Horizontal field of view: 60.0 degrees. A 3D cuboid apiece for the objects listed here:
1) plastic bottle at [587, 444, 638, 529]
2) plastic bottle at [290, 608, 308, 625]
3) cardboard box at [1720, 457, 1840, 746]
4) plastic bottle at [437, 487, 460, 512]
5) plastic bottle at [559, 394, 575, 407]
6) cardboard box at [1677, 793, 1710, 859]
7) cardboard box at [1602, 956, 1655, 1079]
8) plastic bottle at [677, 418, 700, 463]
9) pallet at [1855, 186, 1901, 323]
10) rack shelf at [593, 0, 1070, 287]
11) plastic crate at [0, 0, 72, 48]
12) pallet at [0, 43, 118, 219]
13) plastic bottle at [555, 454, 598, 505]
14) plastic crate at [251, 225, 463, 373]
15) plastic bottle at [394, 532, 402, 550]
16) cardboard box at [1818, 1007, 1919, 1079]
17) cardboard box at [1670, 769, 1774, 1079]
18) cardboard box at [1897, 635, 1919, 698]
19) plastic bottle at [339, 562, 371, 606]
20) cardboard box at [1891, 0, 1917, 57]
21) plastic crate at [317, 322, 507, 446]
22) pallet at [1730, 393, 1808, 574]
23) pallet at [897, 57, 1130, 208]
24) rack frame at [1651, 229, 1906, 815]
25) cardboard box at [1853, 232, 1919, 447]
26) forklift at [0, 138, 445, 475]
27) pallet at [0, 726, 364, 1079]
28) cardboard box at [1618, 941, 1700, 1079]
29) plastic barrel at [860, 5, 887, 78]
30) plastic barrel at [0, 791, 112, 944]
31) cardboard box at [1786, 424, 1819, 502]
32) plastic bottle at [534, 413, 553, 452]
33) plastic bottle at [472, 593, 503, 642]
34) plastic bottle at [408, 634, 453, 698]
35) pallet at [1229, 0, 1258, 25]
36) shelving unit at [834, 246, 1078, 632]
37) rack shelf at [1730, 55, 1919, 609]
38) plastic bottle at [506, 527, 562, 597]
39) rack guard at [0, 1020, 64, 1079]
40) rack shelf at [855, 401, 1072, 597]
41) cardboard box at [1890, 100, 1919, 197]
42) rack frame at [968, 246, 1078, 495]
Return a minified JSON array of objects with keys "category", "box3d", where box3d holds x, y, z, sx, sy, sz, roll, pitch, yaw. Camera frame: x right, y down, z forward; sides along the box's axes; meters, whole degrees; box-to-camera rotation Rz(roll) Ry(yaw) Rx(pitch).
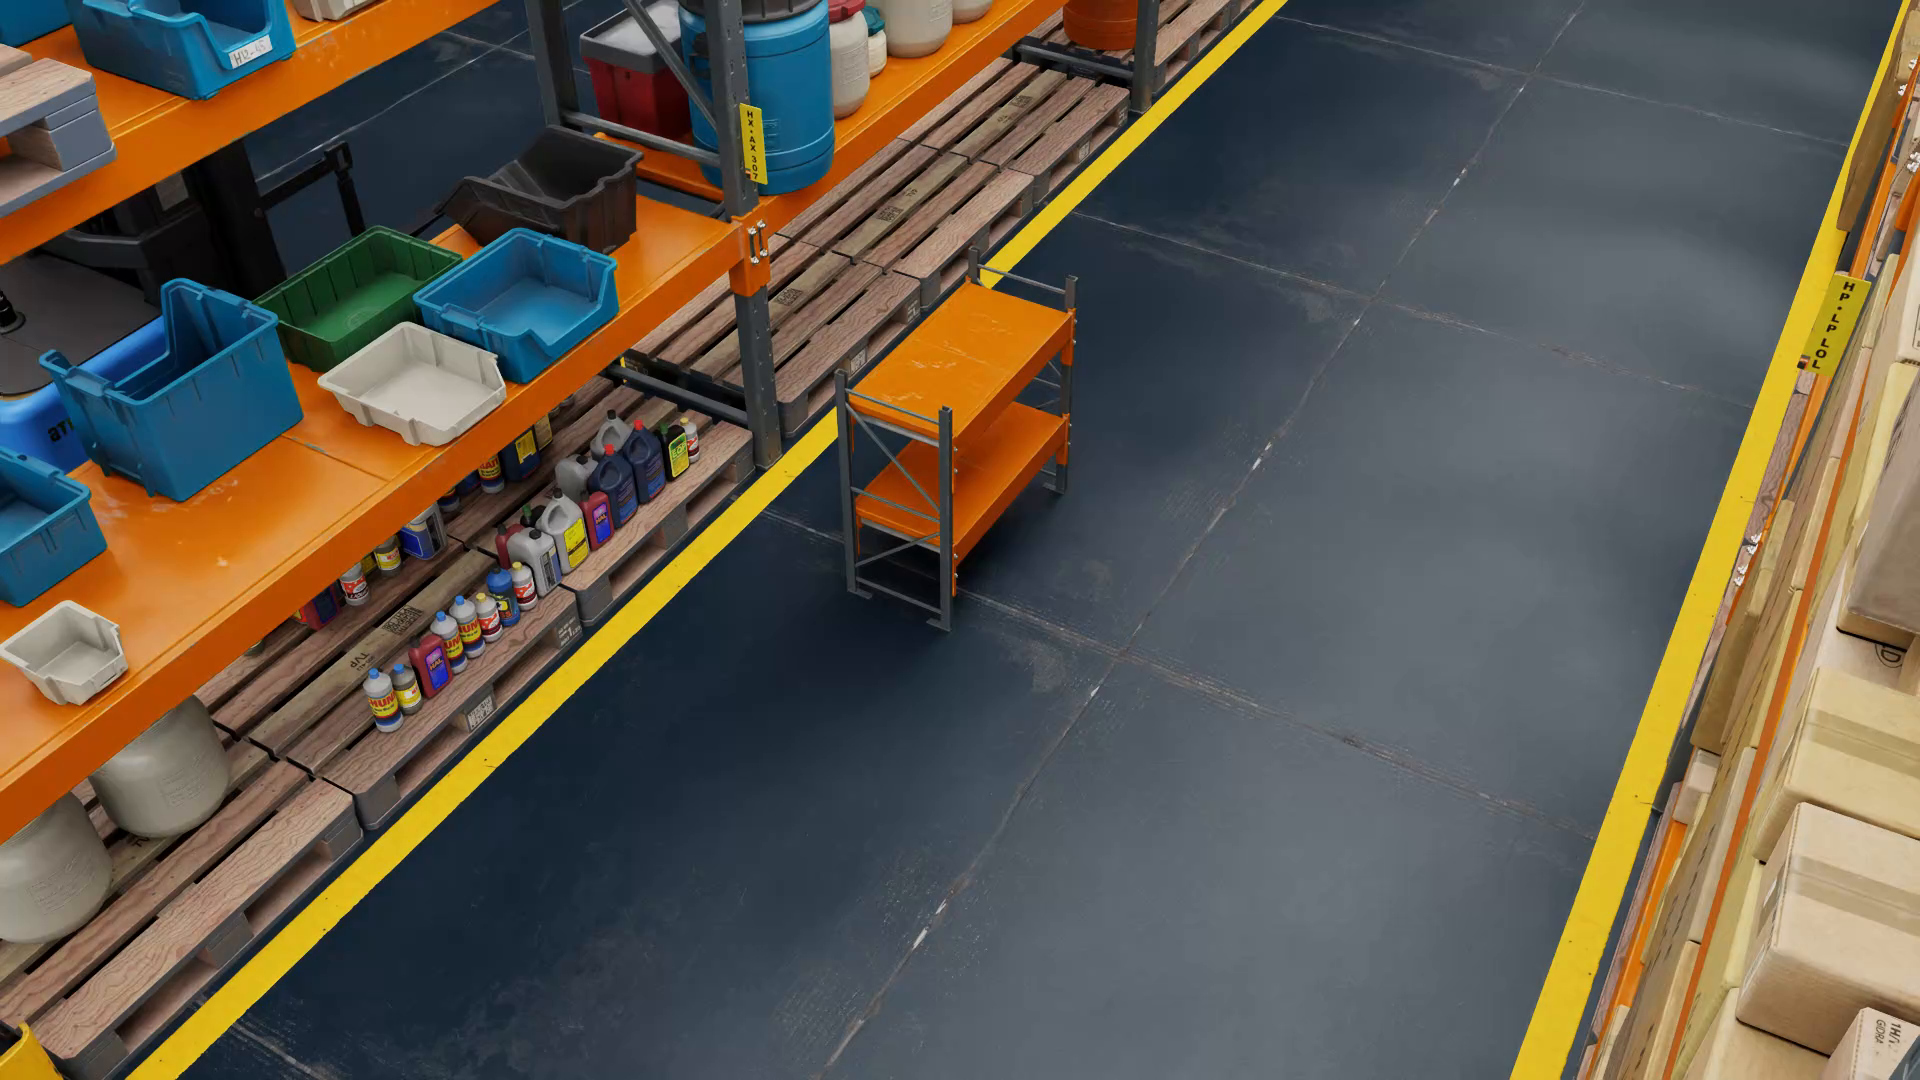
[{"category":"plastic bottle","box3d":[-1.451,-0.237,6.921,0.144,0.351,0.185,19,45,20]},{"category":"plastic bottle","box3d":[-2.595,0.175,6.509,0.152,0.276,0.135,21,46,22]},{"category":"cardboard box","box3d":[2.061,0.220,3.673,0.500,0.500,0.500,21,45,22]},{"category":"plastic bottle","box3d":[-2.181,-0.251,6.997,0.097,0.271,0.097,0,41,0]},{"category":"plastic bottle","box3d":[-1.821,-0.743,7.556,0.097,0.271,0.097,0,41,0]},{"category":"cardboard box","box3d":[2.034,0.840,4.217,0.380,0.149,0.250,21,45,22]},{"category":"cardboard box","box3d":[1.737,1.235,3.277,0.875,0.500,0.500,21,45,22]},{"category":"plastic bottle","box3d":[-1.194,-0.444,7.269,0.097,0.201,0.097,0,41,0]},{"category":"pallet","box3d":[4.052,-1.072,6.343,1.003,0.211,1.213,21,45,22]},{"category":"rack shelf","box3d":[-0.282,-2.514,8.379,1.077,0.370,4.000,21,45,22]},{"category":"plastic crate","box3d":[-2.590,-1.661,4.609,0.392,0.384,0.575,21,45,22]},{"category":"pallet","box3d":[-2.785,-0.847,3.815,1.003,0.211,1.213,21,45,22]},{"category":"plastic bottle","box3d":[-1.592,-0.243,6.985,0.152,0.276,0.135,21,45,22]},{"category":"plastic crate","box3d":[-2.206,-0.877,6.136,0.450,0.188,0.662,21,45,22]},{"category":"plastic bottle","box3d":[-2.353,-0.135,6.805,0.144,0.351,0.185,21,45,22]},{"category":"cardboard box","box3d":[1.105,0.696,1.732,0.380,0.149,0.250,19,45,21]},{"category":"cardboard box","box3d":[1.273,0.571,2.175,0.500,0.250,0.500,21,46,22]},{"category":"cardboard box","box3d":[1.483,0.251,2.237,0.380,0.149,0.250,21,46,23]},{"category":"plastic bottle","box3d":[-2.408,0.155,6.589,0.097,0.201,0.097,0,41,0]},{"category":"cardboard box","box3d":[6.260,-3.055,9.739,1.225,0.875,0.875,19,45,21]},{"category":"plastic crate","box3d":[-1.876,-0.528,5.779,0.530,0.136,0.437,21,45,22]},{"category":"pallet","box3d":[4.004,-0.102,7.206,1.003,0.211,1.213,21,45,22]},{"category":"pallet","box3d":[0.298,-2.451,9.874,1.003,0.211,1.213,21,45,22]},{"category":"rack frame","box3d":[3.006,-0.001,4.982,1.000,3.000,0.127,21,45,22]},{"category":"cardboard box","box3d":[2.041,-0.313,3.179,0.500,0.250,0.500,19,45,20]},{"category":"forklift","box3d":[-3.232,-1.768,7.040,1.130,2.935,3.031,20,45,21]},{"category":"pallet","box3d":[-2.876,1.174,5.757,1.003,0.211,1.213,21,45,22]},{"category":"cardboard box","box3d":[1.311,1.079,2.698,0.500,0.500,0.500,21,45,22]},{"category":"plastic barrel","box3d":[-0.487,-2.294,7.690,0.301,0.262,0.301,0,41,0]},{"category":"plastic barrel","box3d":[-3.021,1.024,5.383,0.421,0.512,0.421,0,41,0]},{"category":"cardboard box","box3d":[2.727,0.086,4.581,0.875,0.500,0.500,21,45,22]},{"category":"plastic bottle","box3d":[-1.867,-0.519,7.292,0.061,0.283,0.133,21,45,22]},{"category":"plastic bottle","box3d":[-1.836,0.290,6.436,0.097,0.201,0.097,0,41,0]},{"category":"plastic bottle","box3d":[-1.978,0.446,6.197,0.061,0.283,0.133,22,46,23]},{"category":"pallet","box3d":[1.689,-4.042,11.680,1.003,0.211,1.213,21,45,22]},{"category":"shelving unit","box3d":[0.003,-0.426,6.883,0.538,1.125,1.048,21,45,22]},{"category":"rack shelf","box3d":[4.007,-0.876,6.519,1.077,0.370,4.000,21,45,22]},{"category":"plastic bottle","box3d":[-1.698,0.068,6.631,0.152,0.276,0.135,22,46,23]},{"category":"rack guard","box3d":[-3.287,1.528,5.136,1.175,0.500,0.348,21,45,22]},{"category":"rack shelf","box3d":[0.003,-0.243,7.044,0.538,0.278,1.000,21,45,22]},{"category":"cardboard box","box3d":[3.970,-1.509,6.489,0.500,0.250,0.500,20,45,21]},{"category":"rack frame","box3d":[0.258,-0.717,7.213,0.500,1.125,0.032,21,45,22]}]
